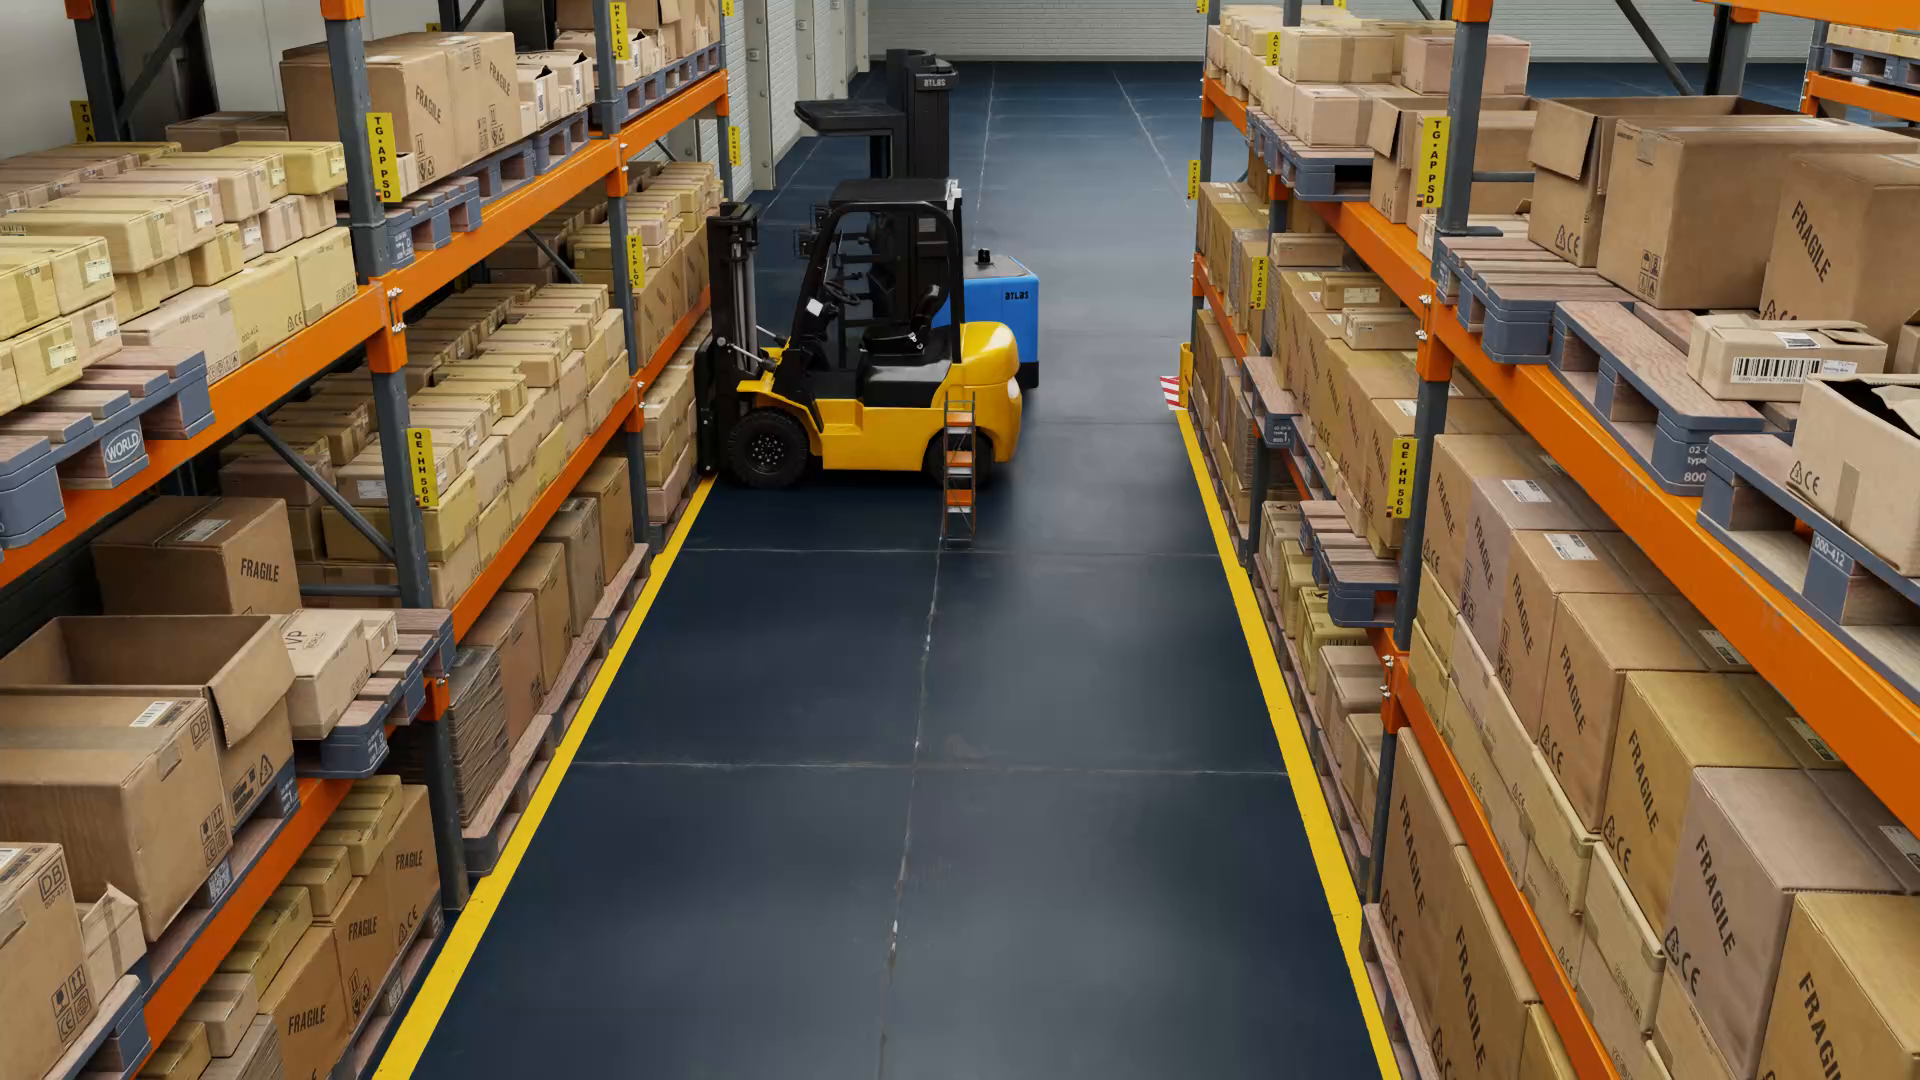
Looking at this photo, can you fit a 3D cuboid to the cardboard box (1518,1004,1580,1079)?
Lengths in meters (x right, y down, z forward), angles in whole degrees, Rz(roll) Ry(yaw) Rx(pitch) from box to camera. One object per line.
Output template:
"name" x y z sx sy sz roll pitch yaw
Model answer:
"cardboard box" 2.111 1.955 4.700 0.875 0.875 0.875 1 21 3

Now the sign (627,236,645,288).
"sign" -2.023 -1.734 10.360 0.100 0.325 0.005 1 21 2

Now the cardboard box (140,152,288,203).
"cardboard box" -2.516 -1.219 5.622 0.380 0.149 0.250 0 21 0

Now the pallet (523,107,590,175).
"pallet" -2.579 -2.224 9.232 0.805 0.209 1.217 0 21 -1

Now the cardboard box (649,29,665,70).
"cardboard box" -2.217 -3.345 11.324 0.396 0.266 0.258 0 21 0

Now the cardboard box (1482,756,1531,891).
"cardboard box" 1.988 0.885 5.308 0.500 0.250 0.500 1 21 3

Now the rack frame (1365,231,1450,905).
"rack frame" 2.274 0.266 6.697 1.000 3.000 0.127 1 21 2

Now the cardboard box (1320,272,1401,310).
"cardboard box" 2.098 -1.304 8.716 0.380 0.149 0.250 2 21 5

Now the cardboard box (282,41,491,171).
"cardboard box" -2.506 -1.918 7.321 0.700 0.500 0.500 0 21 1

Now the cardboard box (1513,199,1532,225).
"cardboard box" 2.462 -1.274 6.705 0.396 0.266 0.258 1 21 2

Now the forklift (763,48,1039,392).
"forklift" -0.871 -2.710 14.461 3.031 2.935 1.130 -5 22 -13

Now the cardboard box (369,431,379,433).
"cardboard box" -2.919 -0.482 8.141 0.500 0.250 0.500 0 21 1

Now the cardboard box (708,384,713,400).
"cardboard box" -2.186 -1.099 12.743 0.500 0.250 0.500 1 21 1

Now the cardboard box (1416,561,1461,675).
"cardboard box" 2.012 0.283 6.169 0.500 0.250 0.500 0 21 1

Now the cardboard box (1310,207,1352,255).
"cardboard box" 2.626 -1.989 10.576 0.700 0.500 0.500 0 21 1

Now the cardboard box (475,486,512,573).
"cardboard box" -2.409 -0.057 7.737 0.500 0.250 0.500 0 21 0

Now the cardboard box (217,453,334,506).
"cardboard box" -2.879 -0.256 7.008 0.380 0.149 0.250 1 21 3

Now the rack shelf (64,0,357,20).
"rack shelf" -2.748 -1.339 4.088 1.077 0.370 4.000 1 21 2

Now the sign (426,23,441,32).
"sign" -3.120 -2.916 9.926 0.100 0.325 0.005 1 21 2

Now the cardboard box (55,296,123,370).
"cardboard box" -2.381 -0.525 4.216 0.380 0.149 0.250 1 21 3

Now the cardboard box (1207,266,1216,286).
"cardboard box" 2.164 -2.111 13.171 0.380 0.149 0.250 1 21 2

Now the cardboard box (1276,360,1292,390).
"cardboard box" 2.047 -0.973 9.655 0.380 0.149 0.250 1 21 3

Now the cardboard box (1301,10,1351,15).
"cardboard box" 2.767 -3.969 12.709 0.380 0.149 0.250 0 21 1

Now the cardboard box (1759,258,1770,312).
"cardboard box" 2.582 -0.764 4.810 0.396 0.266 0.258 0 21 0

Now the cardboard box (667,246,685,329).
"cardboard box" -2.277 -1.809 11.908 0.500 0.500 0.500 0 21 1

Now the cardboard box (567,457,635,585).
"cardboard box" -2.570 -0.134 10.429 0.875 0.625 0.625 2 21 4

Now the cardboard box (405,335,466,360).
"cardboard box" -2.882 -0.998 8.918 0.380 0.149 0.250 0 21 1

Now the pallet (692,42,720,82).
"pallet" -2.491 -3.782 13.104 1.003 0.211 1.213 1 21 2

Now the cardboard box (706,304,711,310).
"cardboard box" -2.146 -1.890 14.092 0.500 0.250 0.500 1 21 3

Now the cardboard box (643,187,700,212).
"cardboard box" -2.183 -2.573 12.568 0.380 0.149 0.250 1 21 3

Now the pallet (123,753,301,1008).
"pallet" -2.742 1.005 5.057 1.003 0.211 1.213 1 21 2

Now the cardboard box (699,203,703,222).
"cardboard box" -2.201 -2.528 12.863 0.380 0.149 0.250 0 21 0

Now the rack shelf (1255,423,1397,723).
"rack shelf" 2.335 -0.122 8.691 1.077 0.370 4.000 1 21 2

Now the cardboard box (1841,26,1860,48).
"cardboard box" 7.131 -3.920 12.967 0.380 0.149 0.250 1 21 2

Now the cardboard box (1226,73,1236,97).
"cardboard box" 2.148 -3.324 12.151 0.380 0.149 0.250 1 21 2

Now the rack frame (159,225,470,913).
"rack frame" -2.687 0.213 6.834 1.000 3.000 0.127 1 21 2

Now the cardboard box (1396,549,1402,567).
"cardboard box" 2.049 0.066 6.979 0.380 0.149 0.250 1 21 4

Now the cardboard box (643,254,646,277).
"cardboard box" -2.286 -1.789 10.957 0.380 0.149 0.250 1 21 3

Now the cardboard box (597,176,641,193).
"cardboard box" -2.725 -2.769 13.074 0.380 0.149 0.250 1 21 2

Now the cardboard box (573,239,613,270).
"cardboard box" -2.259 -1.833 10.661 0.380 0.149 0.250 1 21 3

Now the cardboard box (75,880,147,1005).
"cardboard box" -2.383 1.028 4.339 0.396 0.266 0.258 2 21 4

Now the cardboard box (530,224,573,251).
"cardboard box" -2.814 -2.026 11.158 0.380 0.149 0.250 0 21 1

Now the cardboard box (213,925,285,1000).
"cardboard box" -2.539 1.440 5.649 0.380 0.149 0.250 0 21 1

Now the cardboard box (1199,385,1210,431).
"cardboard box" 2.194 -1.068 13.354 0.500 0.250 0.500 1 21 4

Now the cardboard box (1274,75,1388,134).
"cardboard box" 1.963 -2.314 8.827 0.500 0.250 0.500 0 21 1

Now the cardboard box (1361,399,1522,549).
"cardboard box" 2.010 -0.283 6.981 0.500 0.500 0.500 0 21 0

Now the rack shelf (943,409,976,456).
"rack shelf" -0.002 -0.725 11.190 0.215 0.259 0.240 1 21 2

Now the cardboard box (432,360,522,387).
"cardboard box" -2.443 -0.810 8.436 0.380 0.149 0.250 1 21 2

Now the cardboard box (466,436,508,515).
"cardboard box" -2.413 -0.289 7.644 0.500 0.250 0.500 1 21 3

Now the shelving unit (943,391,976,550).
"shelving unit" -0.002 -0.470 11.289 0.215 1.050 0.252 1 21 2

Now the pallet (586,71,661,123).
"pallet" -2.565 -2.900 10.831 1.003 0.211 1.213 1 21 2

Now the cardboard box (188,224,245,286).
"cardboard box" -2.482 -0.892 5.192 0.380 0.149 0.250 1 21 2

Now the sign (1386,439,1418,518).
"sign" 1.732 -0.240 6.509 0.100 0.325 0.005 1 21 2

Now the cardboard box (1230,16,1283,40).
"cardboard box" 2.159 -3.698 12.012 0.380 0.149 0.250 1 21 3

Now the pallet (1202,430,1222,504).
"pallet" 2.416 -0.566 12.696 1.003 0.211 1.213 1 21 2

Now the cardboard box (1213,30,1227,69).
"cardboard box" 2.211 -3.733 12.653 0.500 0.250 0.500 0 21 1
